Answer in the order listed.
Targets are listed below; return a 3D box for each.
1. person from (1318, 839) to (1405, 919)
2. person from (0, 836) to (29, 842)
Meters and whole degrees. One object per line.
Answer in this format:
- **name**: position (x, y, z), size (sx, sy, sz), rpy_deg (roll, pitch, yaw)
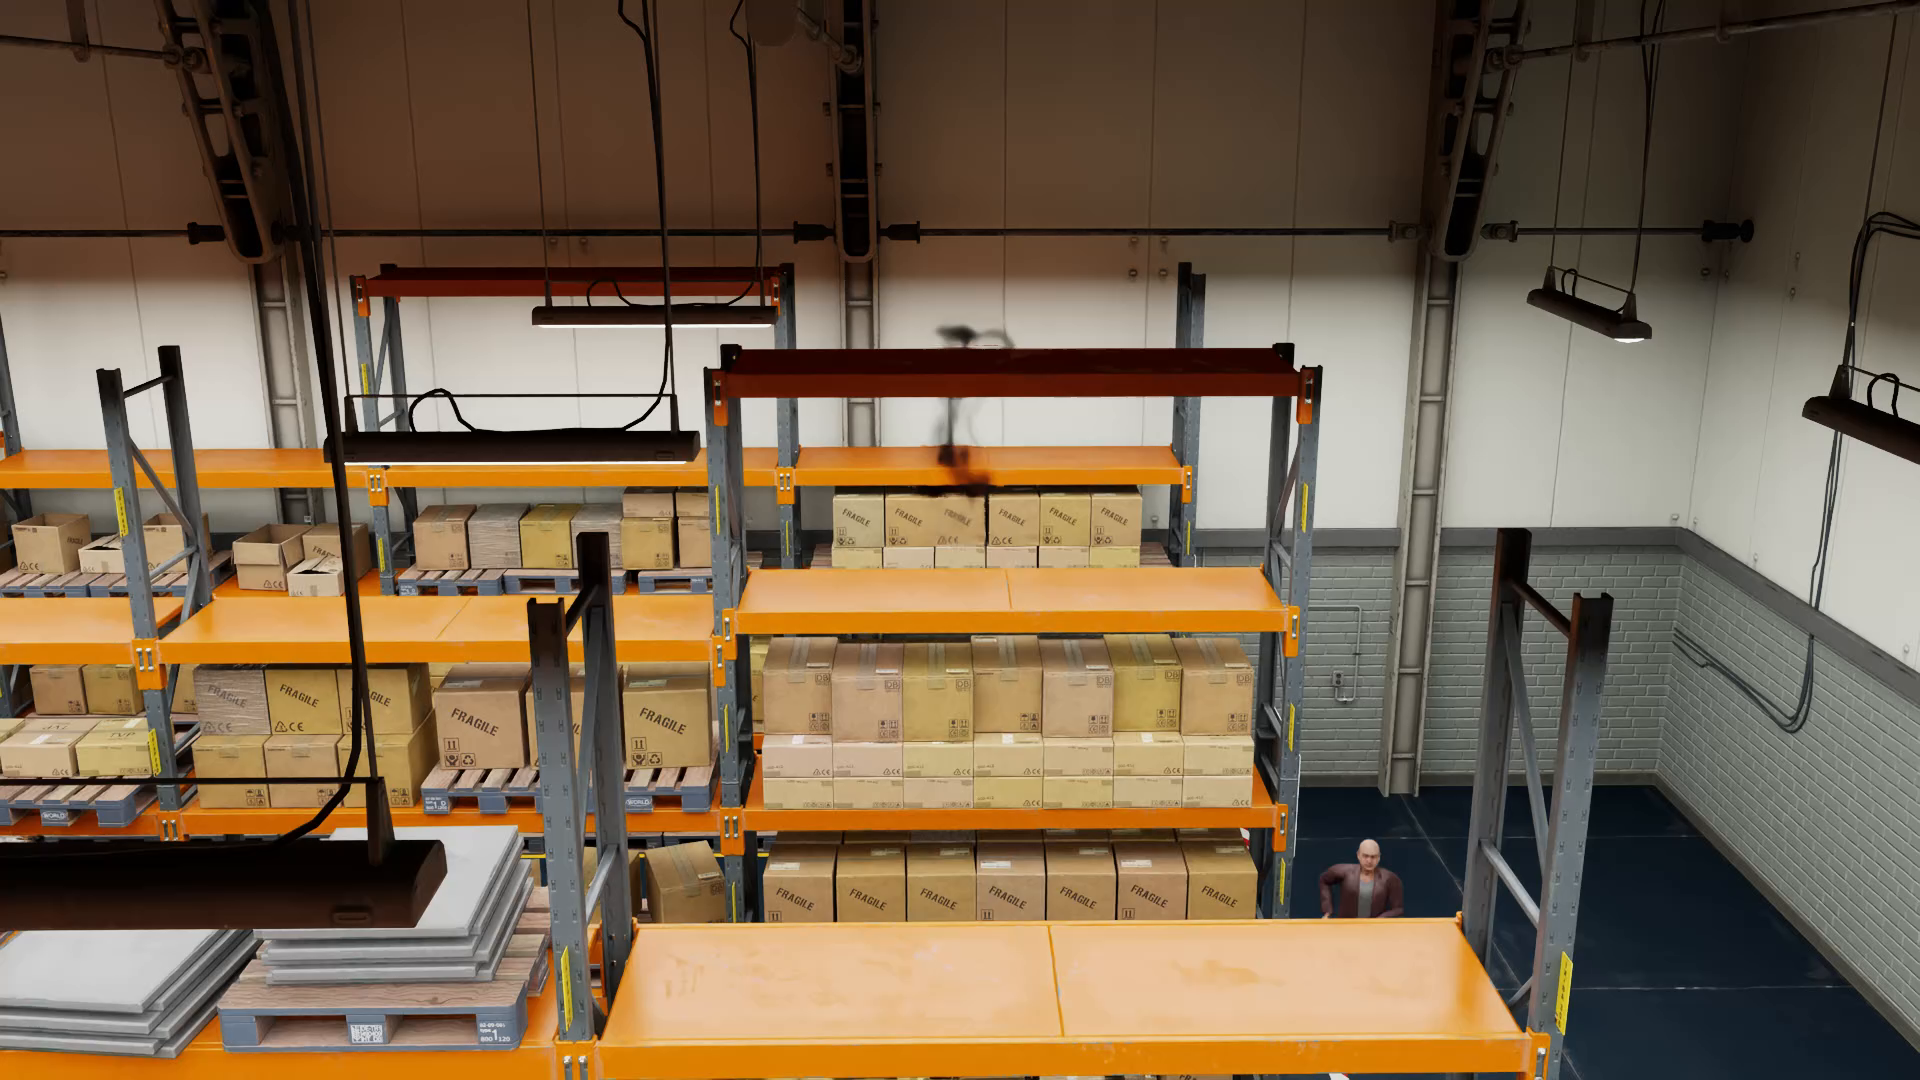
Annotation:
- **person**: position (3.345, 3.352, 13.900), size (0.677, 1.792, 0.769), rpy_deg (2, 16, 6)
- **person**: position (-8.900, 3.039, 15.356), size (0.640, 1.596, 0.594), rpy_deg (-5, 17, -17)
